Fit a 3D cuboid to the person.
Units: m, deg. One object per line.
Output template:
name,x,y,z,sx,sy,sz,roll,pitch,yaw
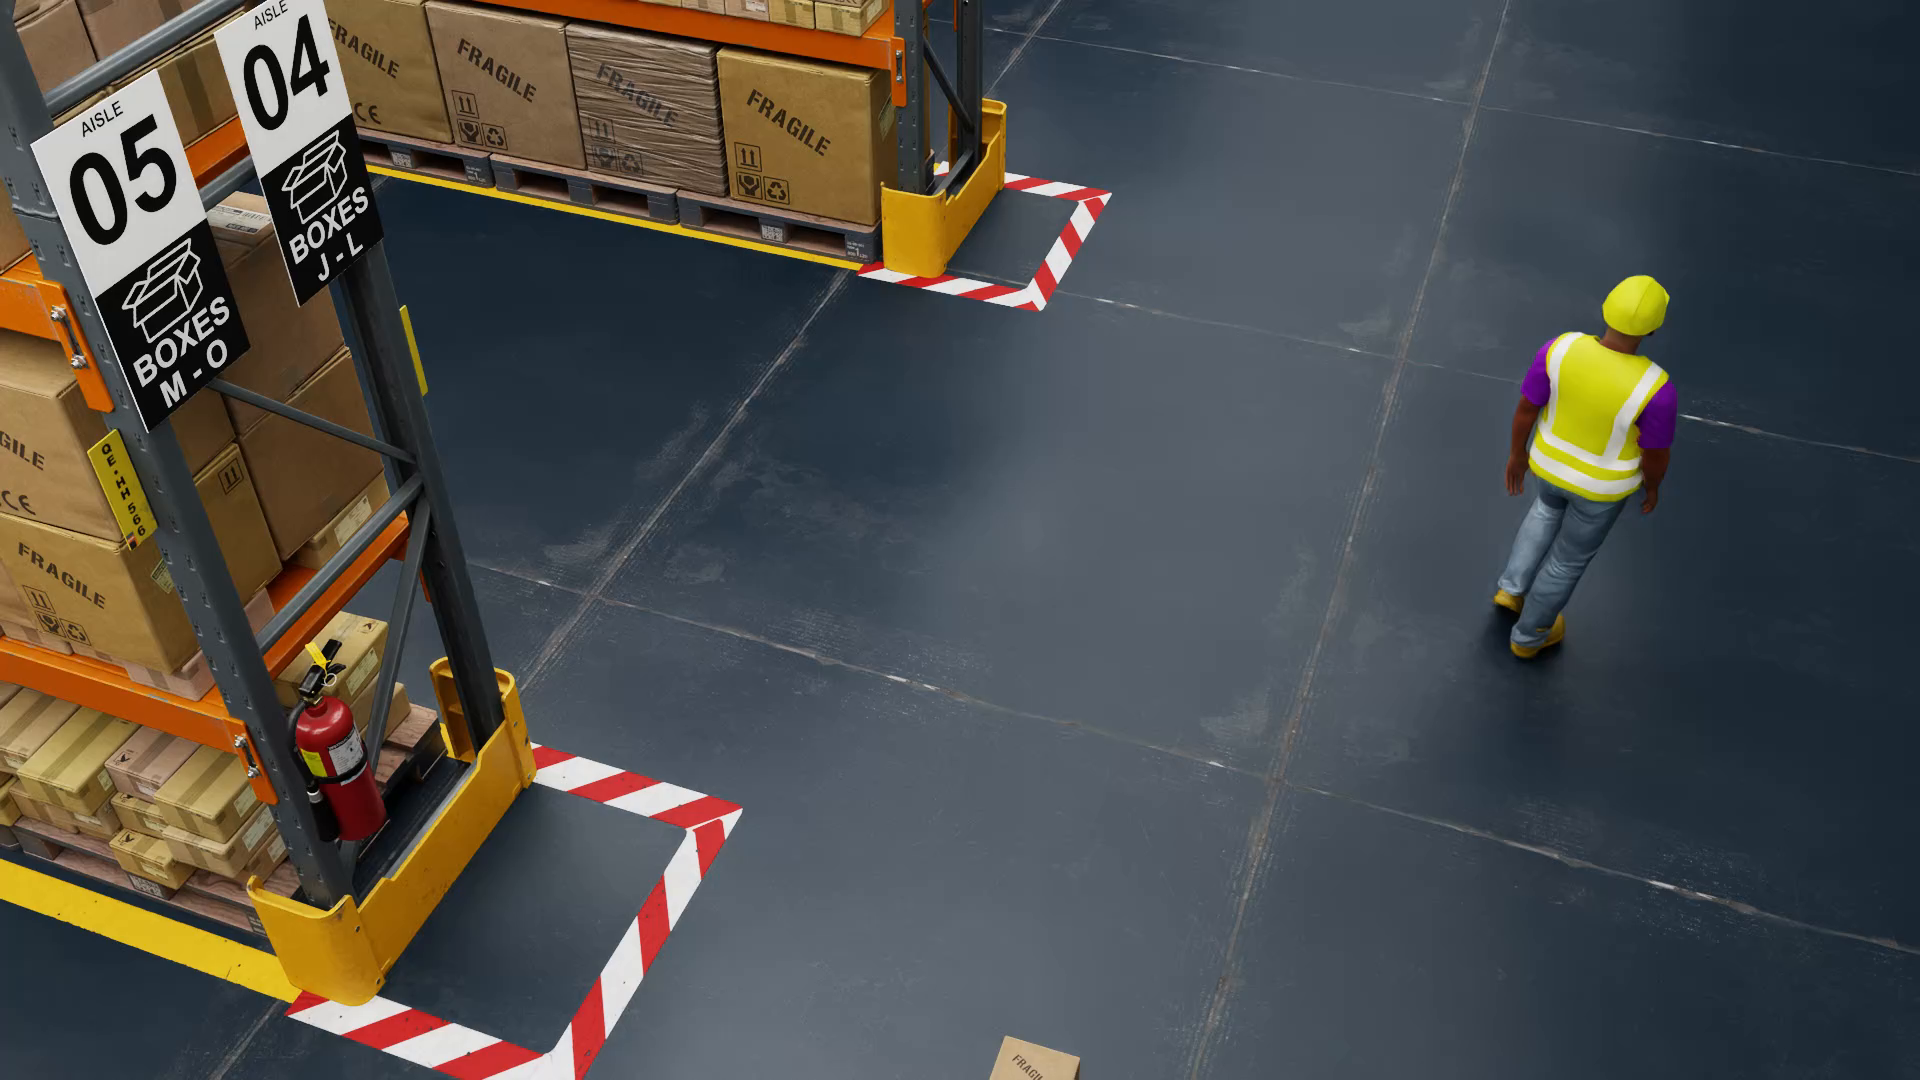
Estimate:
person,2.433,-0.268,6.438,0.468,1.799,0.566,-31,50,-30
